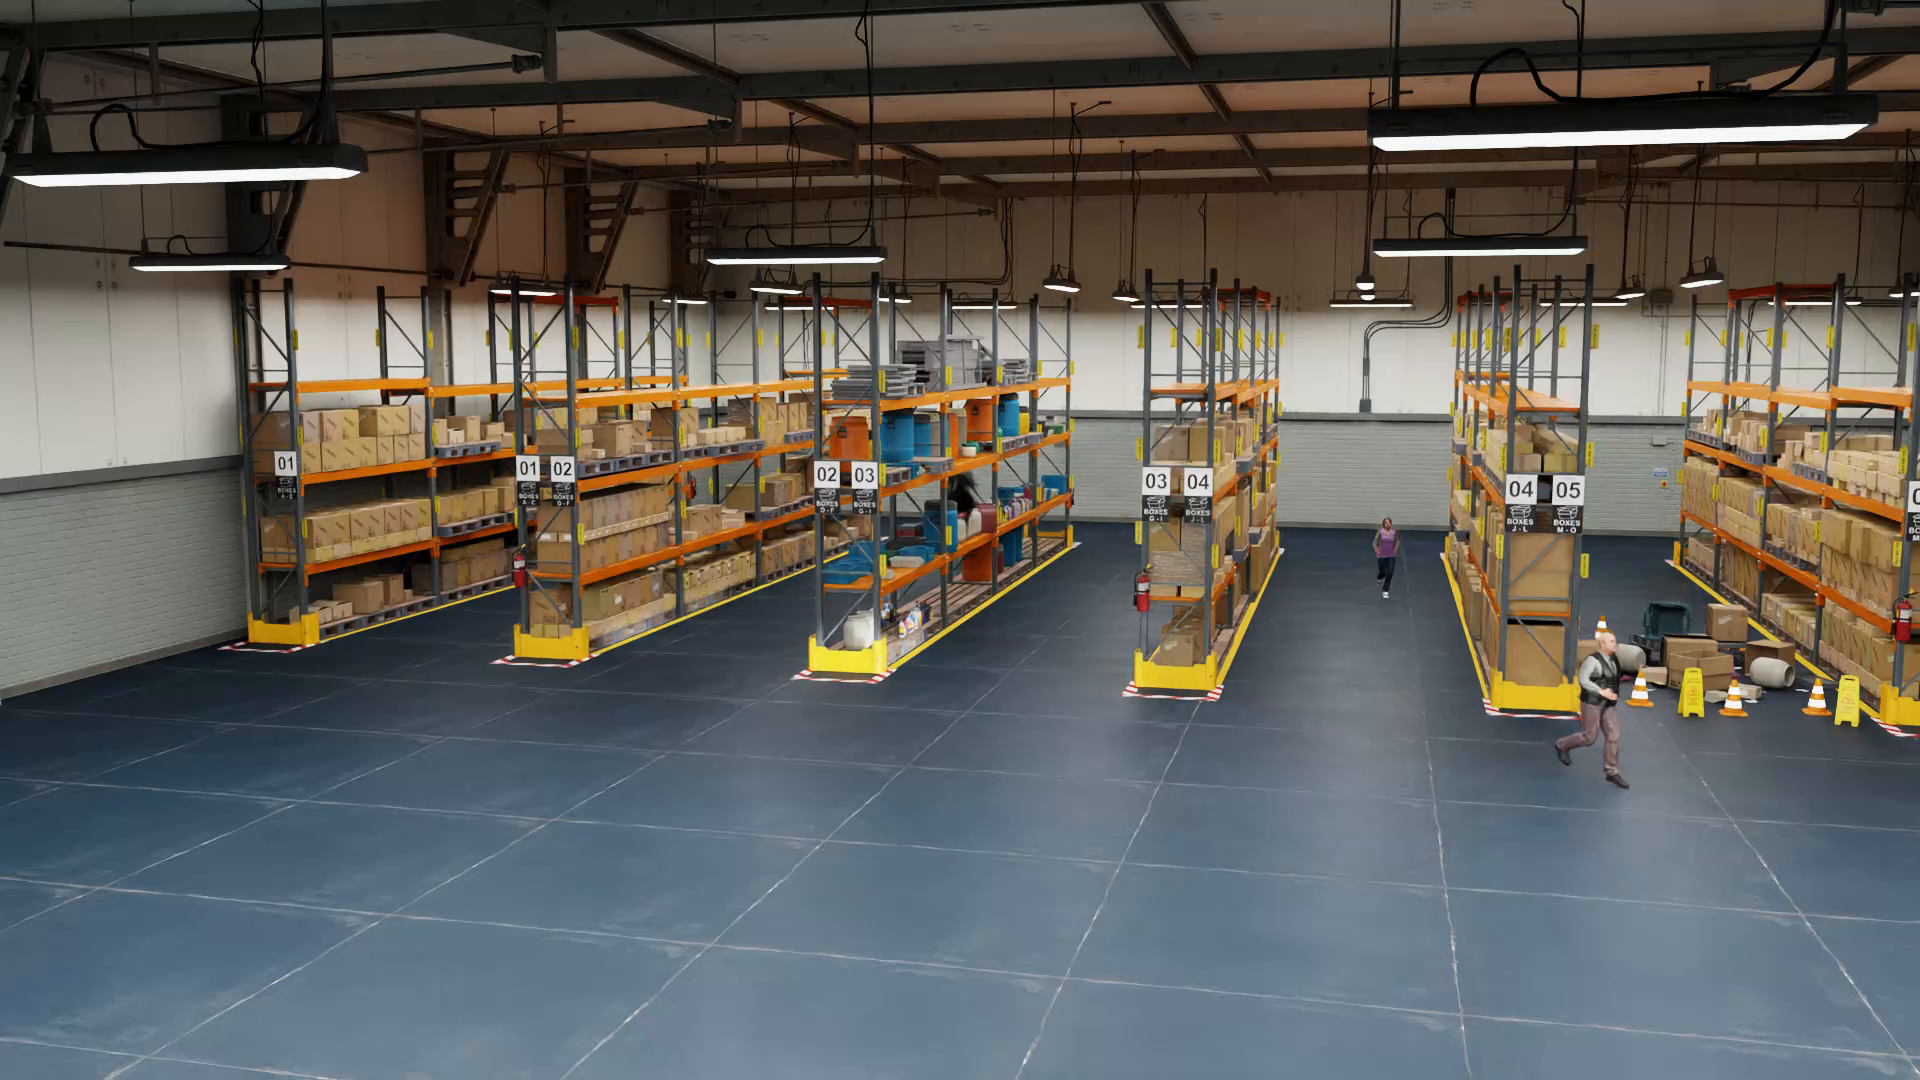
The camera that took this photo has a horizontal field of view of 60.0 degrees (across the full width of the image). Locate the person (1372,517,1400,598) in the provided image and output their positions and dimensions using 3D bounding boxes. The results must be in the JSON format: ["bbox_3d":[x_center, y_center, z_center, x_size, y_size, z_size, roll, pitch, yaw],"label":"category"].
[{"bbox_3d":[8.372,0.329,32.676,0.536,1.563,0.576,0,7,4],"label":"person"}]

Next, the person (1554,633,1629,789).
[{"bbox_3d":[7.255,1.891,18.961,0.681,1.716,0.989,-4,8,-33],"label":"person"}]
